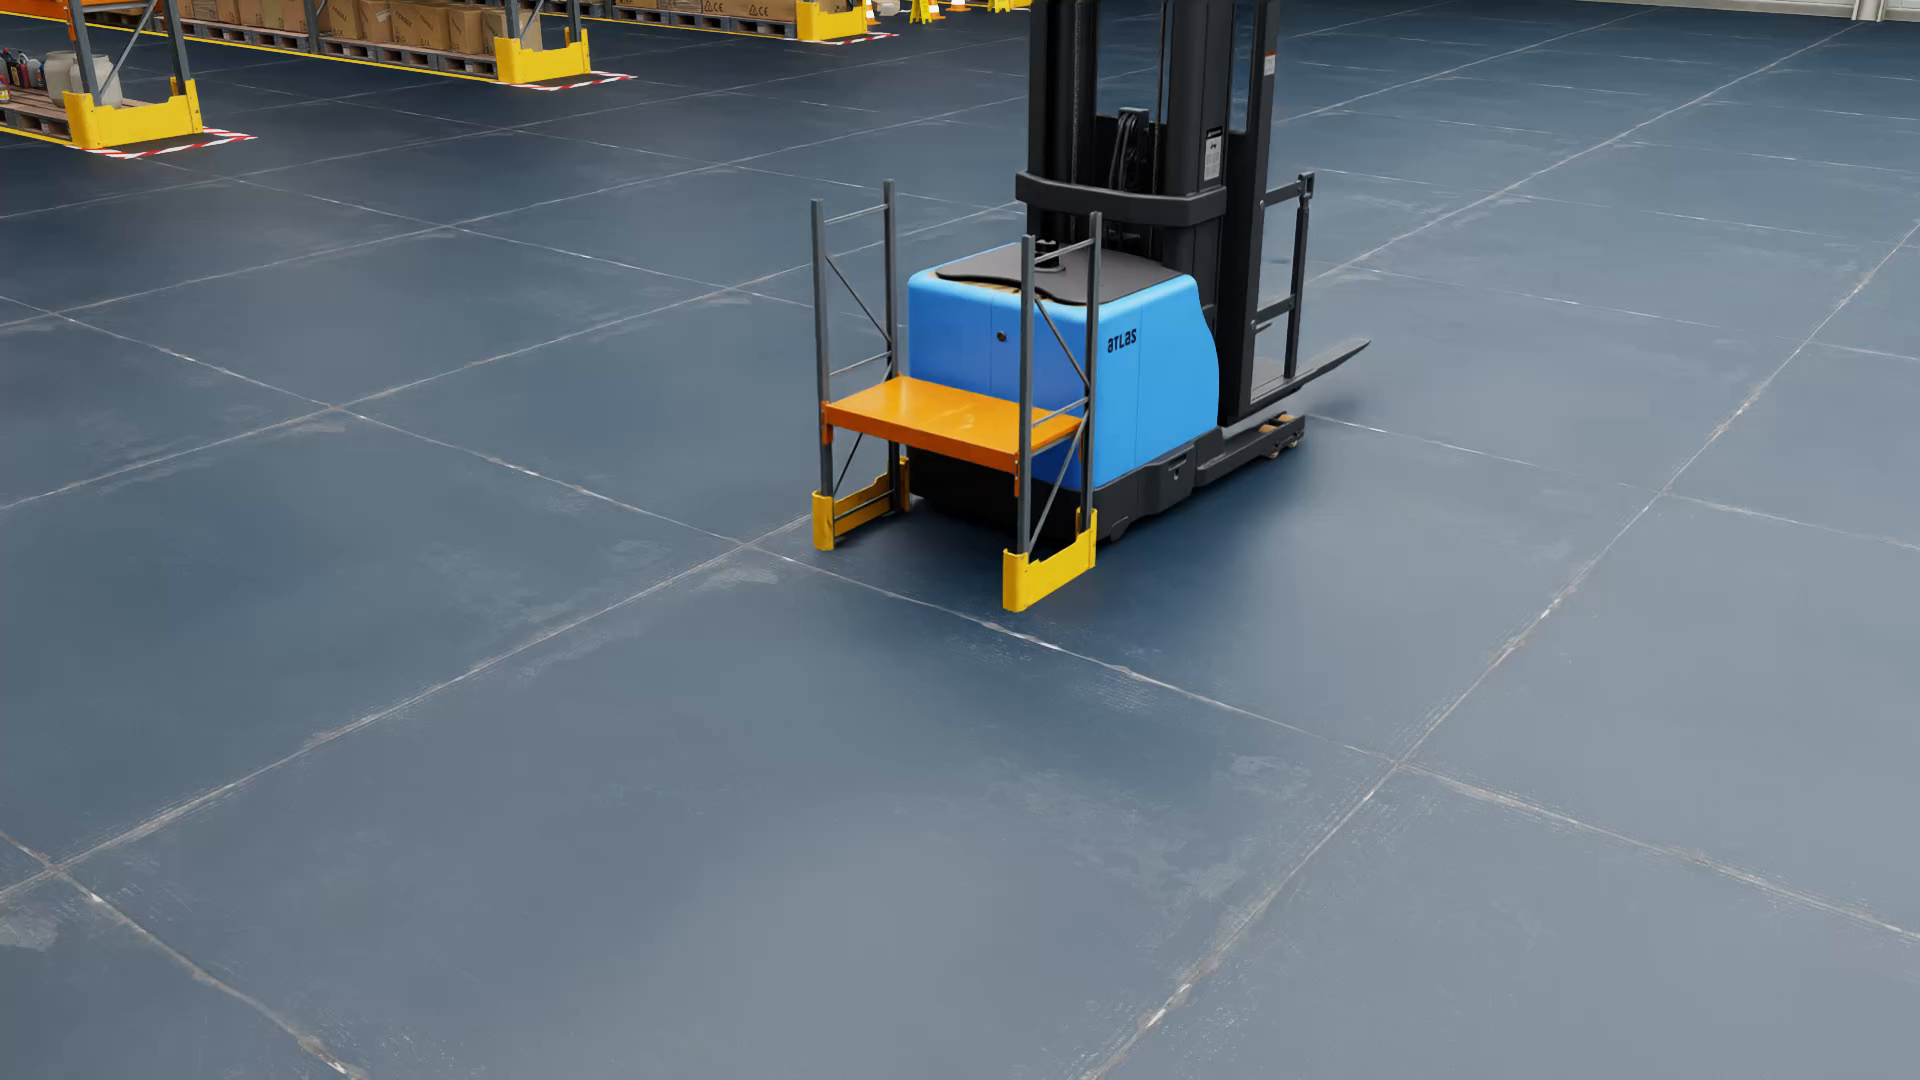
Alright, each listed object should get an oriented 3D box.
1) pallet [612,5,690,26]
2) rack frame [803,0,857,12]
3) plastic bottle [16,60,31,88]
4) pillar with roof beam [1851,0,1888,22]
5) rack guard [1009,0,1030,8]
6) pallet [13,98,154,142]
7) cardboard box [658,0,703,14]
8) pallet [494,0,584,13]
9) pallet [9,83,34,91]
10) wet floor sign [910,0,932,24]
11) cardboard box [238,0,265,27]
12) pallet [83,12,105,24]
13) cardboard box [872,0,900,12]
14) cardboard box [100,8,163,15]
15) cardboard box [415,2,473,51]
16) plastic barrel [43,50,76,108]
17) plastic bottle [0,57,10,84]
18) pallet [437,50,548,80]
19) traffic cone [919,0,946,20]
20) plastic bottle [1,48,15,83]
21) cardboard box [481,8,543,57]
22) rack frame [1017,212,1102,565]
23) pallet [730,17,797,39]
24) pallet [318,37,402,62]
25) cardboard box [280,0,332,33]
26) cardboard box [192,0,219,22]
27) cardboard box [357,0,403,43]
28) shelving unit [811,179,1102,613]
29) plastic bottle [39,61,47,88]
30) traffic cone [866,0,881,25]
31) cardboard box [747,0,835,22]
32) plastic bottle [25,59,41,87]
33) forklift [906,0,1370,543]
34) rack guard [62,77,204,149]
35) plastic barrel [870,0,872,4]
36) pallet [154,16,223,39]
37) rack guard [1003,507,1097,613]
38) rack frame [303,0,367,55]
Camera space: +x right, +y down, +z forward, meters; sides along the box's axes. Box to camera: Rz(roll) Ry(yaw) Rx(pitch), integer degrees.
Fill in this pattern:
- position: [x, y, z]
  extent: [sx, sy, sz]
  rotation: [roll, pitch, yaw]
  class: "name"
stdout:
- position: [-4.435, -7.898, 24.914]
  extent: [1.213, 0.211, 1.003]
  rotation: [17, 29, 33]
  class: "pallet"
- position: [-1.795, -8.416, 22.631]
  extent: [0.127, 3.000, 1.000]
  rotation: [17, 29, 33]
  class: "rack frame"
- position: [-9.858, -4.905, 17.486]
  extent: [0.133, 0.283, 0.061]
  rotation: [17, 29, 33]
  class: "plastic bottle"
- position: [11.070, -10.554, 20.042]
  extent: [0.400, 9.000, 9.100]
  rotation: [17, 29, 33]
  class: "pillar with roof beam"
- position: [1.032, -8.912, 26.857]
  extent: [0.348, 0.500, 1.175]
  rotation: [17, 29, 33]
  class: "rack guard"
- position: [-8.557, -4.168, 16.447]
  extent: [1.213, 0.211, 1.003]
  rotation: [17, 29, 33]
  class: "pallet"
- position: [-3.811, -8.212, 24.282]
  extent: [0.875, 0.875, 0.875]
  rotation: [17, 29, 34]
  class: "cardboard box"
- position: [-6.639, -8.564, 26.426]
  extent: [1.213, 0.211, 1.003]
  rotation: [17, 29, 33]
  class: "pallet"
- position: [-10.510, -4.758, 17.786]
  extent: [1.213, 0.211, 1.003]
  rotation: [17, 29, 33]
  class: "pallet"
- position: [-0.585, -7.970, 24.540]
  extent: [0.232, 0.644, 0.267]
  rotation: [12, 26, 24]
  class: "wet floor sign"
- position: [-9.348, -7.277, 22.600]
  extent: [0.500, 0.500, 0.700]
  rotation: [14, 27, 29]
  class: "cardboard box"
- position: [-12.810, -8.009, 25.165]
  extent: [1.213, 0.211, 1.003]
  rotation: [17, 29, 33]
  class: "pallet"
- position: [-1.167, -8.398, 26.126]
  extent: [0.380, 0.149, 0.250]
  rotation: [-10, 26, -21]
  class: "cardboard box"
- position: [-11.792, -8.168, 24.183]
  extent: [0.875, 0.875, 1.225]
  rotation: [15, 28, 31]
  class: "cardboard box"
- position: [-6.329, -6.336, 20.489]
  extent: [0.500, 0.500, 0.500]
  rotation: [20, 31, 38]
  class: "cardboard box"
- position: [-8.795, -4.552, 16.425]
  extent: [0.421, 0.512, 0.421]
  rotation: [0, 24, 0]
  class: "plastic barrel"
- position: [-10.249, -5.001, 17.713]
  extent: [0.135, 0.276, 0.152]
  rotation: [17, 29, 33]
  class: "plastic bottle"
- position: [-5.541, -5.790, 20.130]
  extent: [1.213, 0.211, 1.003]
  rotation: [17, 29, 33]
  class: "pallet"
- position: [-0.419, -8.124, 25.115]
  extent: [0.334, 0.463, 0.336]
  rotation: [17, 29, 33]
  class: "traffic cone"
- position: [-10.180, -5.089, 17.821]
  extent: [0.185, 0.351, 0.144]
  rotation: [15, 28, 31]
  class: "plastic bottle"
- position: [-5.341, -6.045, 19.829]
  extent: [0.500, 0.500, 0.500]
  rotation: [-20, 31, -38]
  class: "cardboard box"
- position: [0.385, -0.494, 6.510]
  extent: [0.032, 1.500, 0.500]
  rotation: [17, 29, 33]
  class: "rack frame"
- position: [-2.482, -7.308, 23.575]
  extent: [1.213, 0.211, 1.003]
  rotation: [17, 29, 33]
  class: "pallet"
- position: [-7.493, -6.380, 21.469]
  extent: [1.213, 0.211, 1.003]
  rotation: [17, 29, 33]
  class: "pallet"
- position: [-8.530, -7.020, 22.018]
  extent: [0.500, 0.500, 0.700]
  rotation: [14, 28, 29]
  class: "cardboard box"
- position: [-10.253, -7.547, 23.212]
  extent: [0.500, 0.500, 0.700]
  rotation: [14, 27, 29]
  class: "cardboard box"
- position: [-7.293, -6.610, 21.111]
  extent: [0.500, 0.500, 0.500]
  rotation: [-16, 28, -31]
  class: "cardboard box"
- position: [-0.030, -0.618, 6.793]
  extent: [1.083, 1.500, 0.587]
  rotation: [17, 29, 33]
  class: "shelving unit"
- position: [-9.602, -4.890, 17.466]
  extent: [0.097, 0.271, 0.097]
  rotation: [0, 24, 0]
  class: "plastic bottle"
- position: [-1.369, -7.842, 24.474]
  extent: [0.334, 0.463, 0.336]
  rotation: [17, 29, 33]
  class: "traffic cone"
- position: [-2.378, -7.779, 23.298]
  extent: [0.875, 0.875, 0.875]
  rotation: [17, 29, 34]
  class: "cardboard box"
- position: [-9.794, -4.937, 17.566]
  extent: [0.135, 0.276, 0.152]
  rotation: [17, 29, 34]
  class: "plastic bottle"
- position: [1.068, -1.851, 7.817]
  extent: [1.130, 2.935, 3.031]
  rotation: [18, 29, 35]
  class: "forklift"
- position: [-7.910, -4.102, 15.939]
  extent: [0.348, 0.500, 1.175]
  rotation: [17, 29, 33]
  class: "rack guard"
- position: [-1.468, -8.870, 26.856]
  extent: [0.512, 0.421, 0.421]
  rotation: [-5, 24, -12]
  class: "plastic barrel"
- position: [-10.628, -7.309, 23.577]
  extent: [1.213, 0.211, 1.003]
  rotation: [17, 29, 33]
  class: "pallet"
- position: [0.369, 0.074, 6.773]
  extent: [0.087, 0.250, 0.587]
  rotation: [17, 29, 33]
  class: "rack guard"
- position: [-8.052, -7.807, 21.250]
  extent: [0.127, 3.000, 1.000]
  rotation: [17, 29, 33]
  class: "rack frame"
